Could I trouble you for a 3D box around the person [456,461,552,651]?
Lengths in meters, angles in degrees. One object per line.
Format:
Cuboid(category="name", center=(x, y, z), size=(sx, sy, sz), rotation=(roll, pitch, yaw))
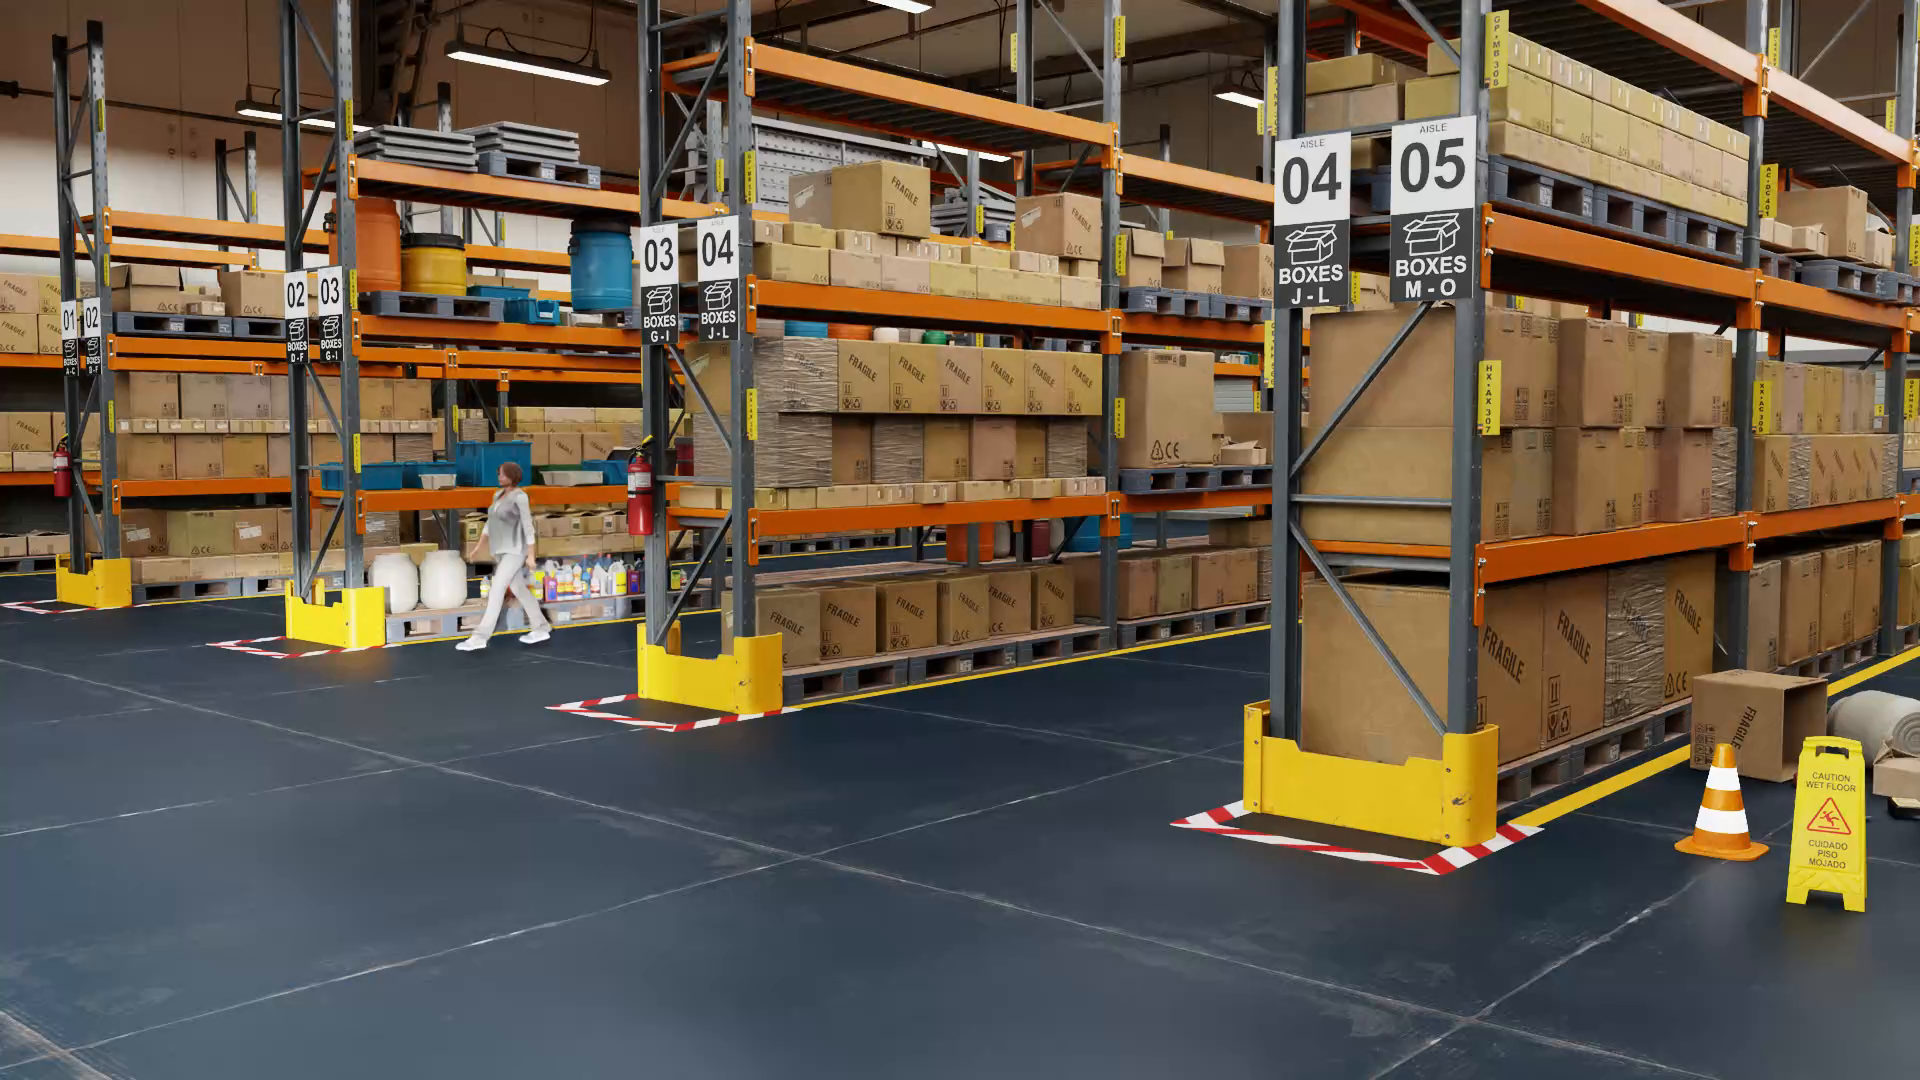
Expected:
Cuboid(category="person", center=(-3.814, 0.117, 13.796), size=(0.930, 1.540, 0.408), rotation=(-4, 5, -45))
